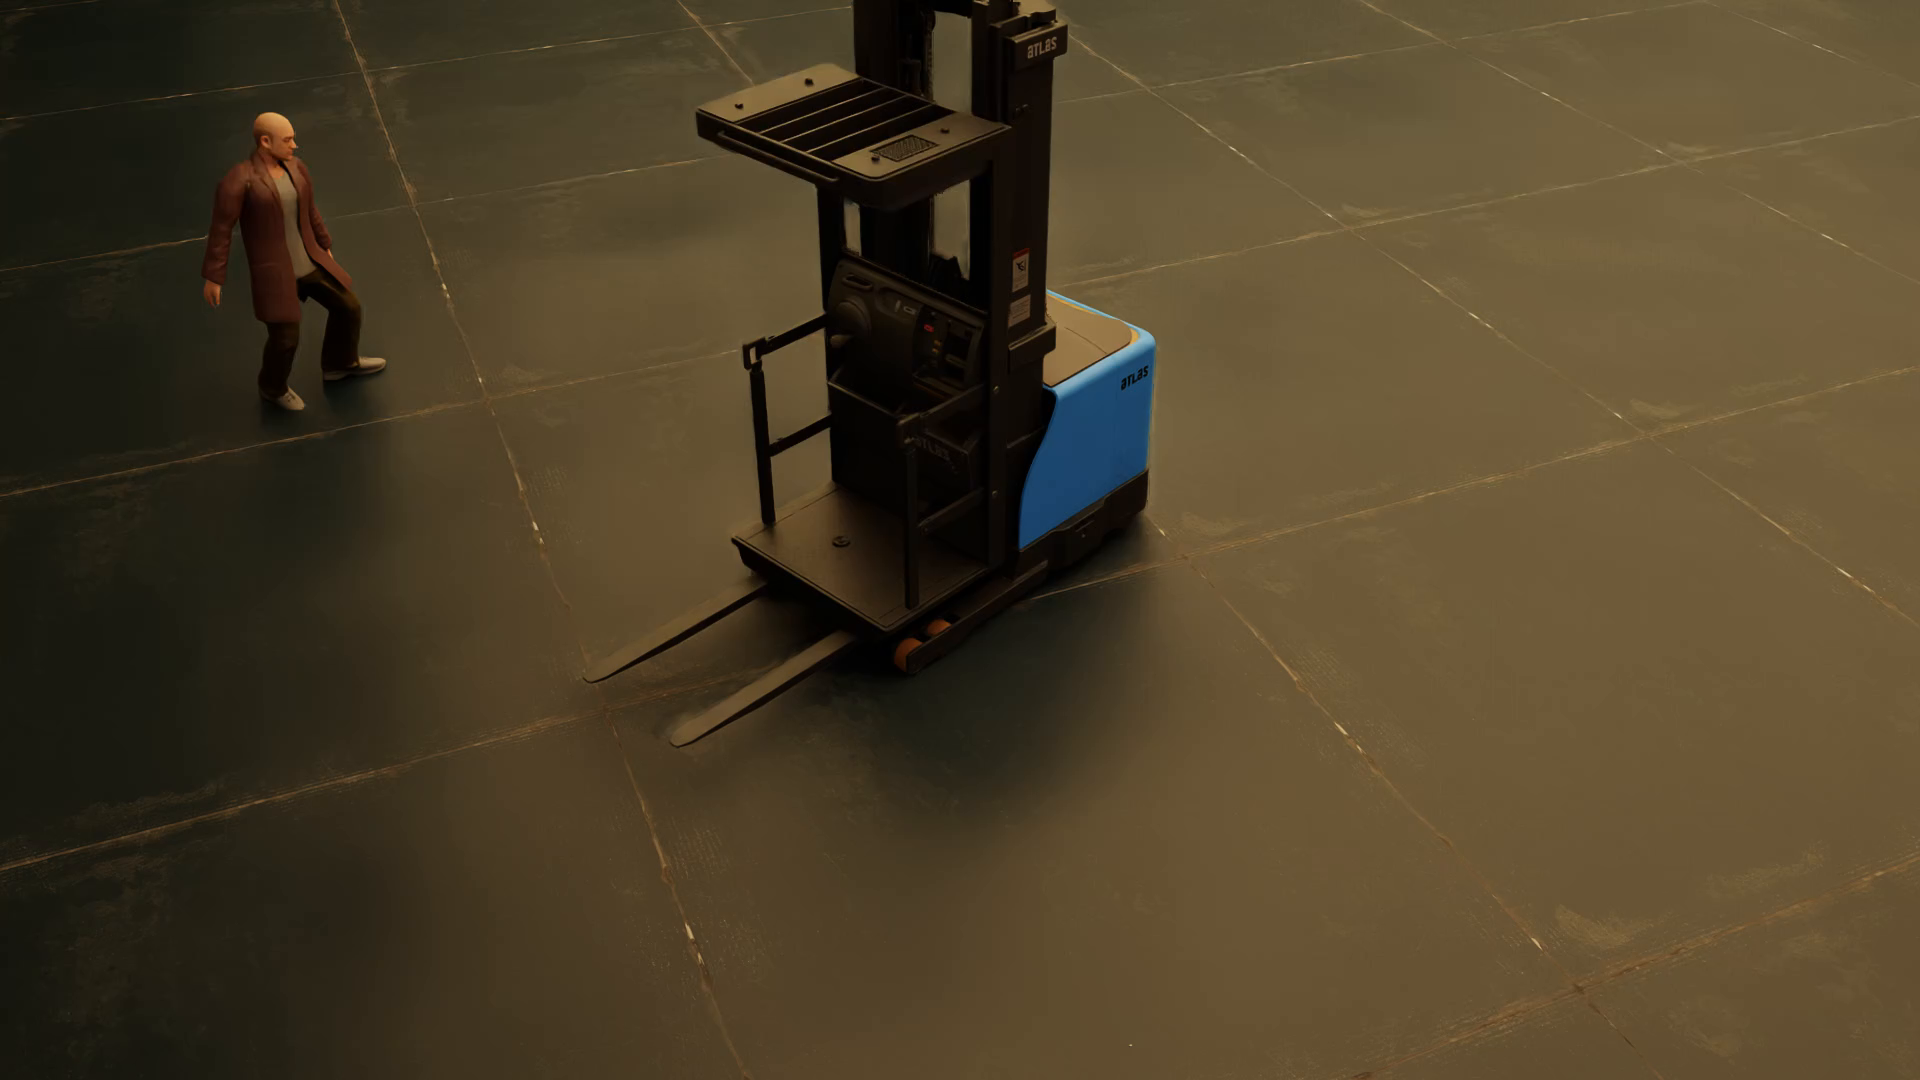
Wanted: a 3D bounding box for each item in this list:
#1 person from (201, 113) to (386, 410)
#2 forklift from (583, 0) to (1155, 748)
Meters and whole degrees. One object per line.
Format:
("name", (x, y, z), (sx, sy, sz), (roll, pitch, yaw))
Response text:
("person", (-3.823, -1.535, 9.356), (0.550, 1.759, 0.932), (20, 40, 26))
("forklift", (-0.396, -0.908, 7.375), (1.130, 2.935, 3.031), (29, 44, 34))
